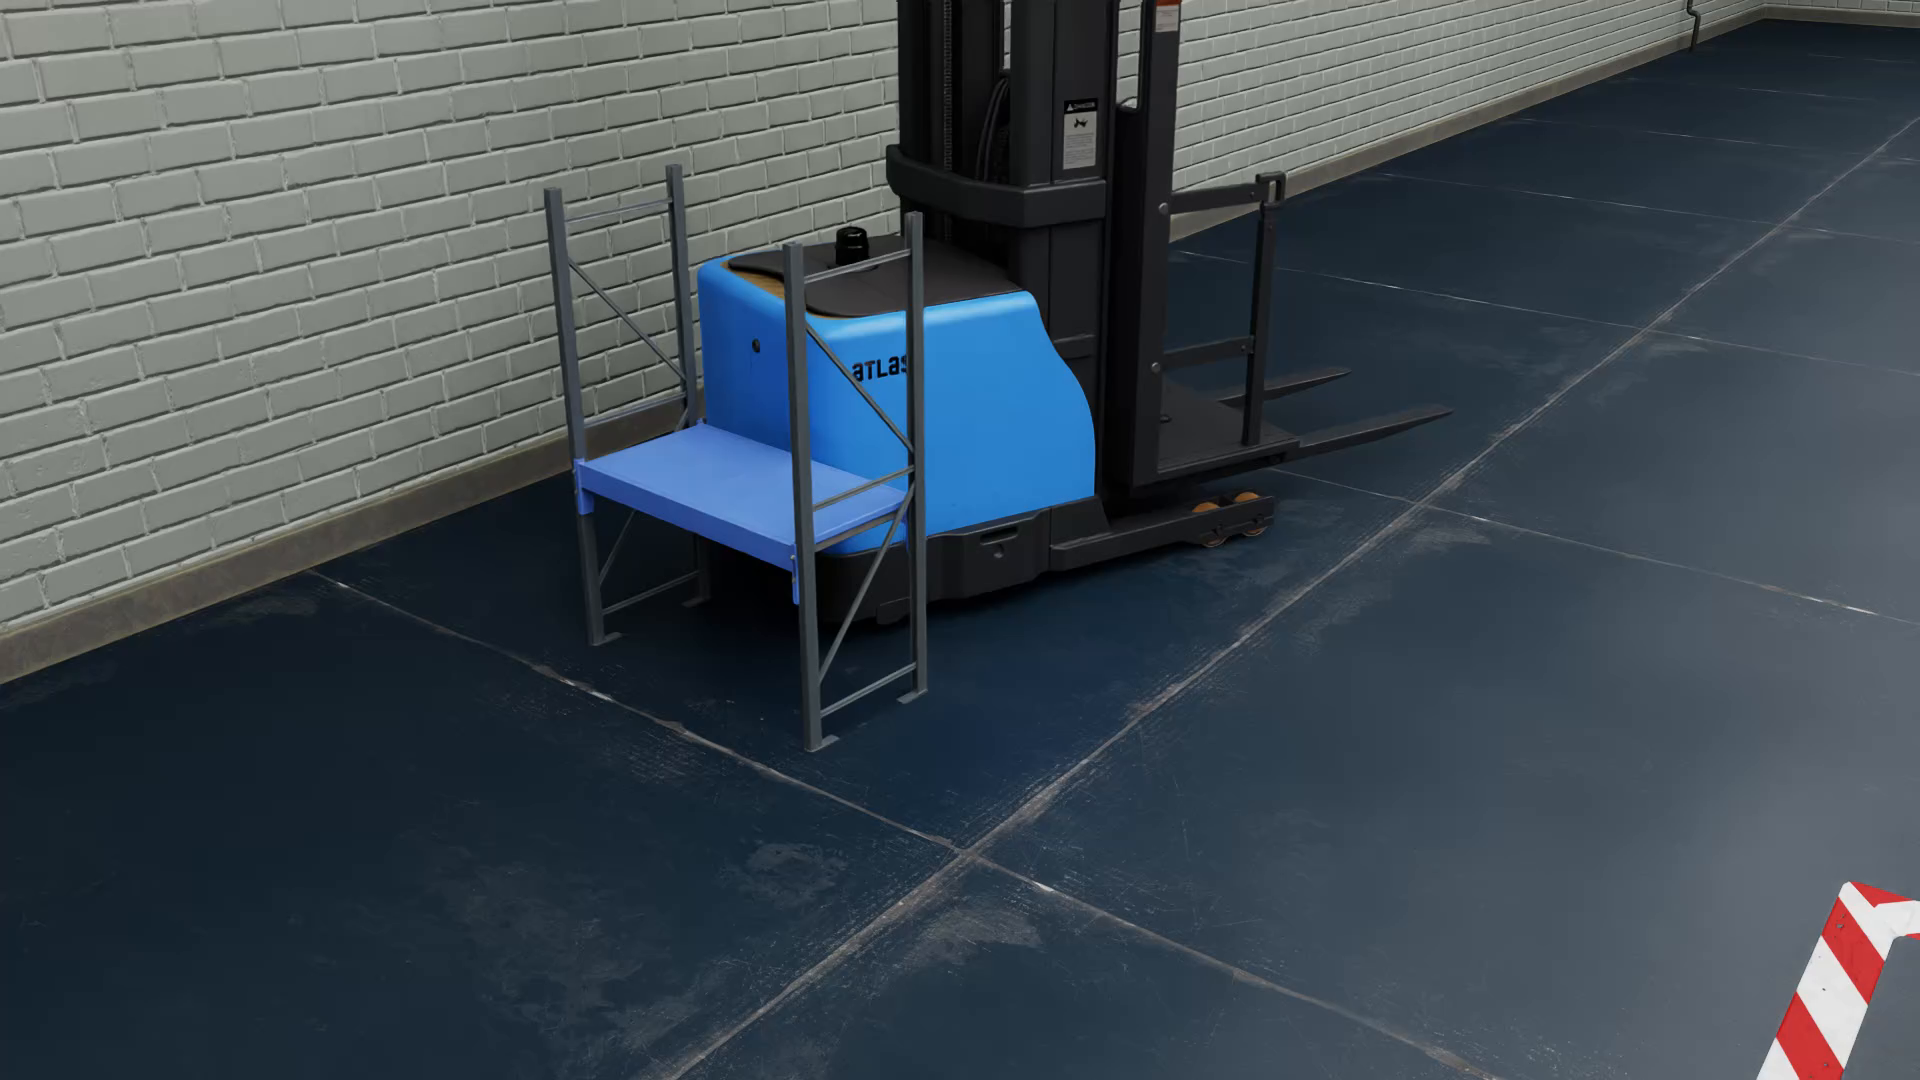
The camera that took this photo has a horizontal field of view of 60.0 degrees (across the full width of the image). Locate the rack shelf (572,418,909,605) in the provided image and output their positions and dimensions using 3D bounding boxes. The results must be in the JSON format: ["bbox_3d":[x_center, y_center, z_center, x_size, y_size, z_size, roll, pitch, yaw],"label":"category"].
[{"bbox_3d":[-0.660,-0.112,5.091,1.000,0.185,0.538,19,30,37],"label":"rack shelf"}]

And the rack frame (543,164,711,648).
[{"bbox_3d":[-1.042,-0.412,5.325,0.032,1.500,0.500,19,30,37],"label":"rack frame"}]

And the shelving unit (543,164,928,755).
[{"bbox_3d":[-0.660,-0.277,5.018,1.048,1.500,0.538,19,30,37],"label":"shelving unit"}]

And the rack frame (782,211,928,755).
[{"bbox_3d":[-0.278,-0.142,4.711,0.032,1.500,0.500,19,30,37],"label":"rack frame"}]

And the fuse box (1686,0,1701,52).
[{"bbox_3d":[8.292,-6.288,18.400,0.414,1.711,0.539,17,29,33],"label":"fuse box"}]

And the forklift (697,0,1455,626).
[{"bbox_3d":[0.595,-1.481,5.976,3.031,2.935,1.130,-14,27,-28],"label":"forklift"}]
